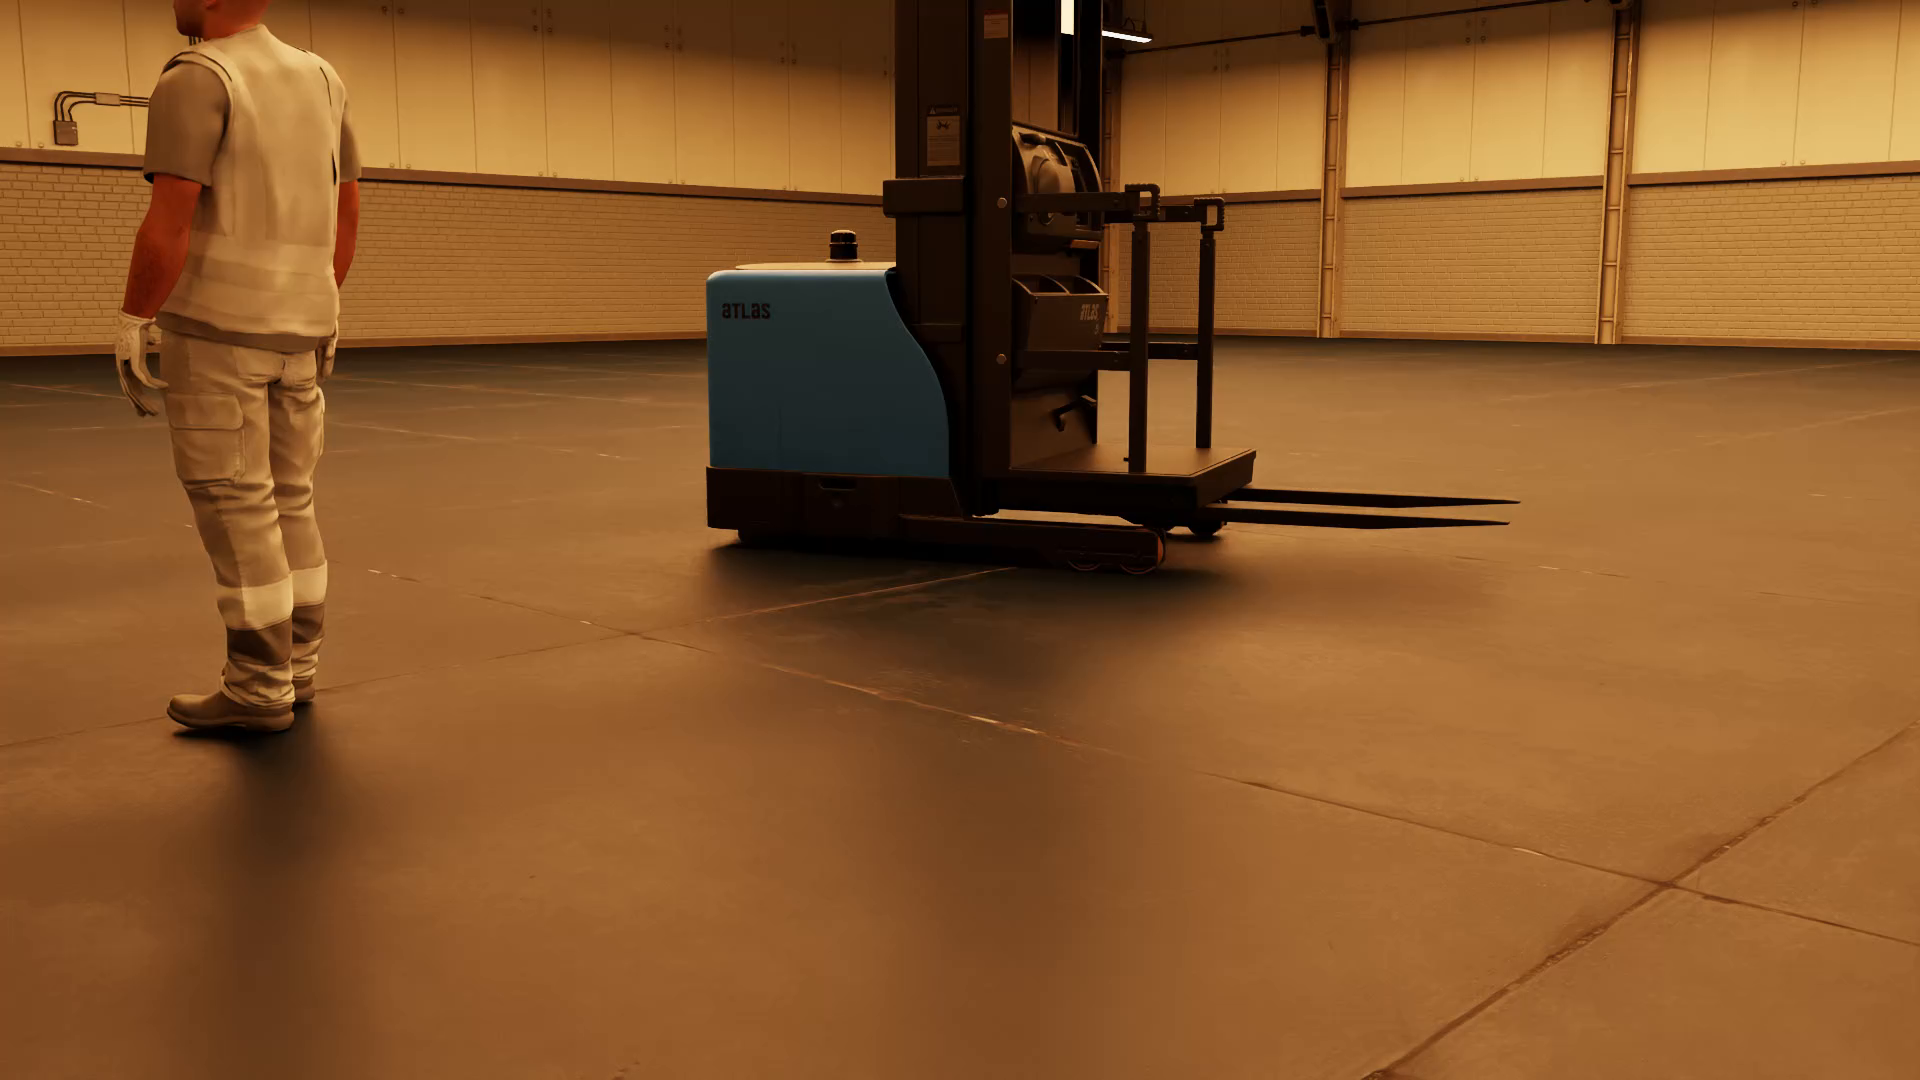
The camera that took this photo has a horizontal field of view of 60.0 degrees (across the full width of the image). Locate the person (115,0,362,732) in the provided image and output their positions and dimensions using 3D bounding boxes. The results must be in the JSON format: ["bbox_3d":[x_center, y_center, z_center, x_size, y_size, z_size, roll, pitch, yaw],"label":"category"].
[{"bbox_3d":[-1.662,-0.461,3.723,0.563,1.790,0.638,3,9,19],"label":"person"}]

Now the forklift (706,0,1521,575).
[{"bbox_3d":[0.565,-1.416,6.275,3.031,2.935,1.130,3,9,22],"label":"forklift"}]
